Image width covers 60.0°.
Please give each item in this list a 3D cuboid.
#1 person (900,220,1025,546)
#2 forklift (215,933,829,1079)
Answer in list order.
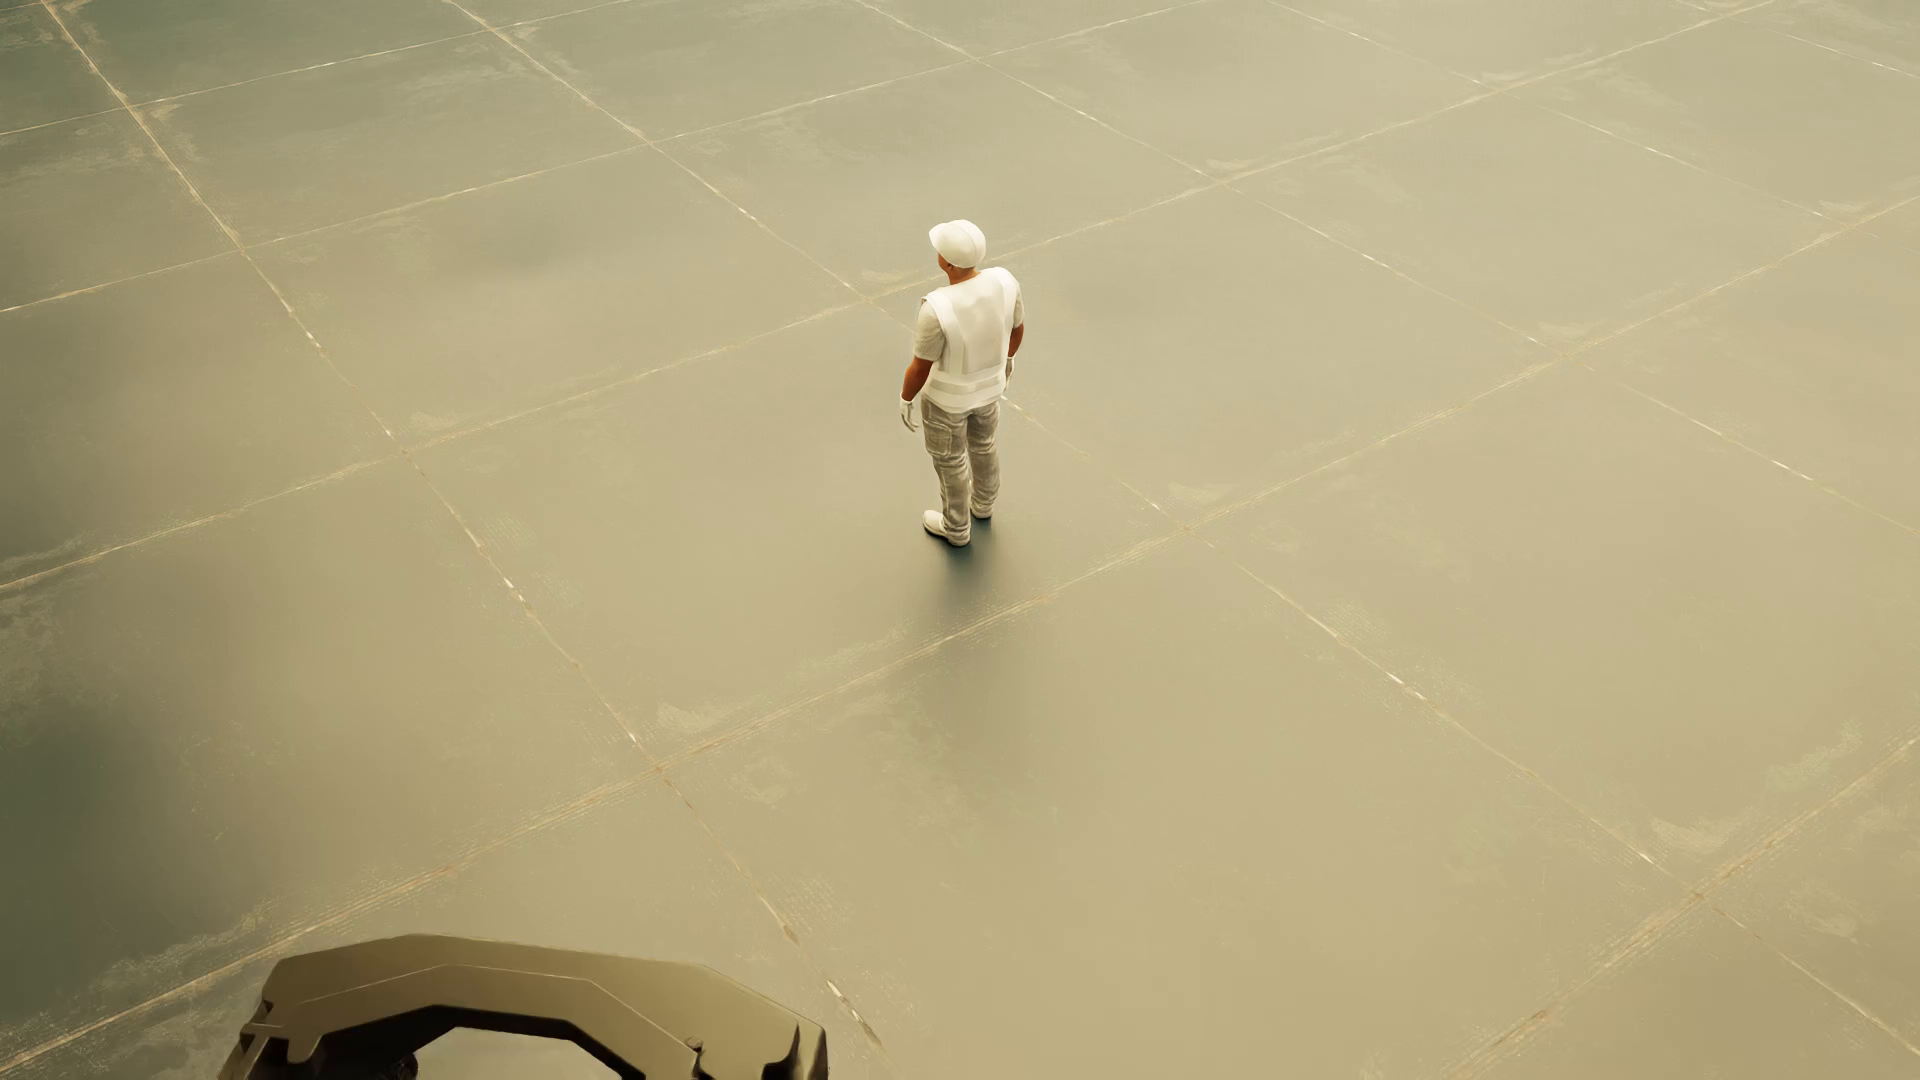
[{"bbox_3d":[-0.036,-0.760,7.927,0.656,1.784,0.575,-23,42,-28],"label":"person"},{"bbox_3d":[-0.776,2.234,2.923,1.130,2.935,3.031,5,37,7],"label":"forklift"}]
